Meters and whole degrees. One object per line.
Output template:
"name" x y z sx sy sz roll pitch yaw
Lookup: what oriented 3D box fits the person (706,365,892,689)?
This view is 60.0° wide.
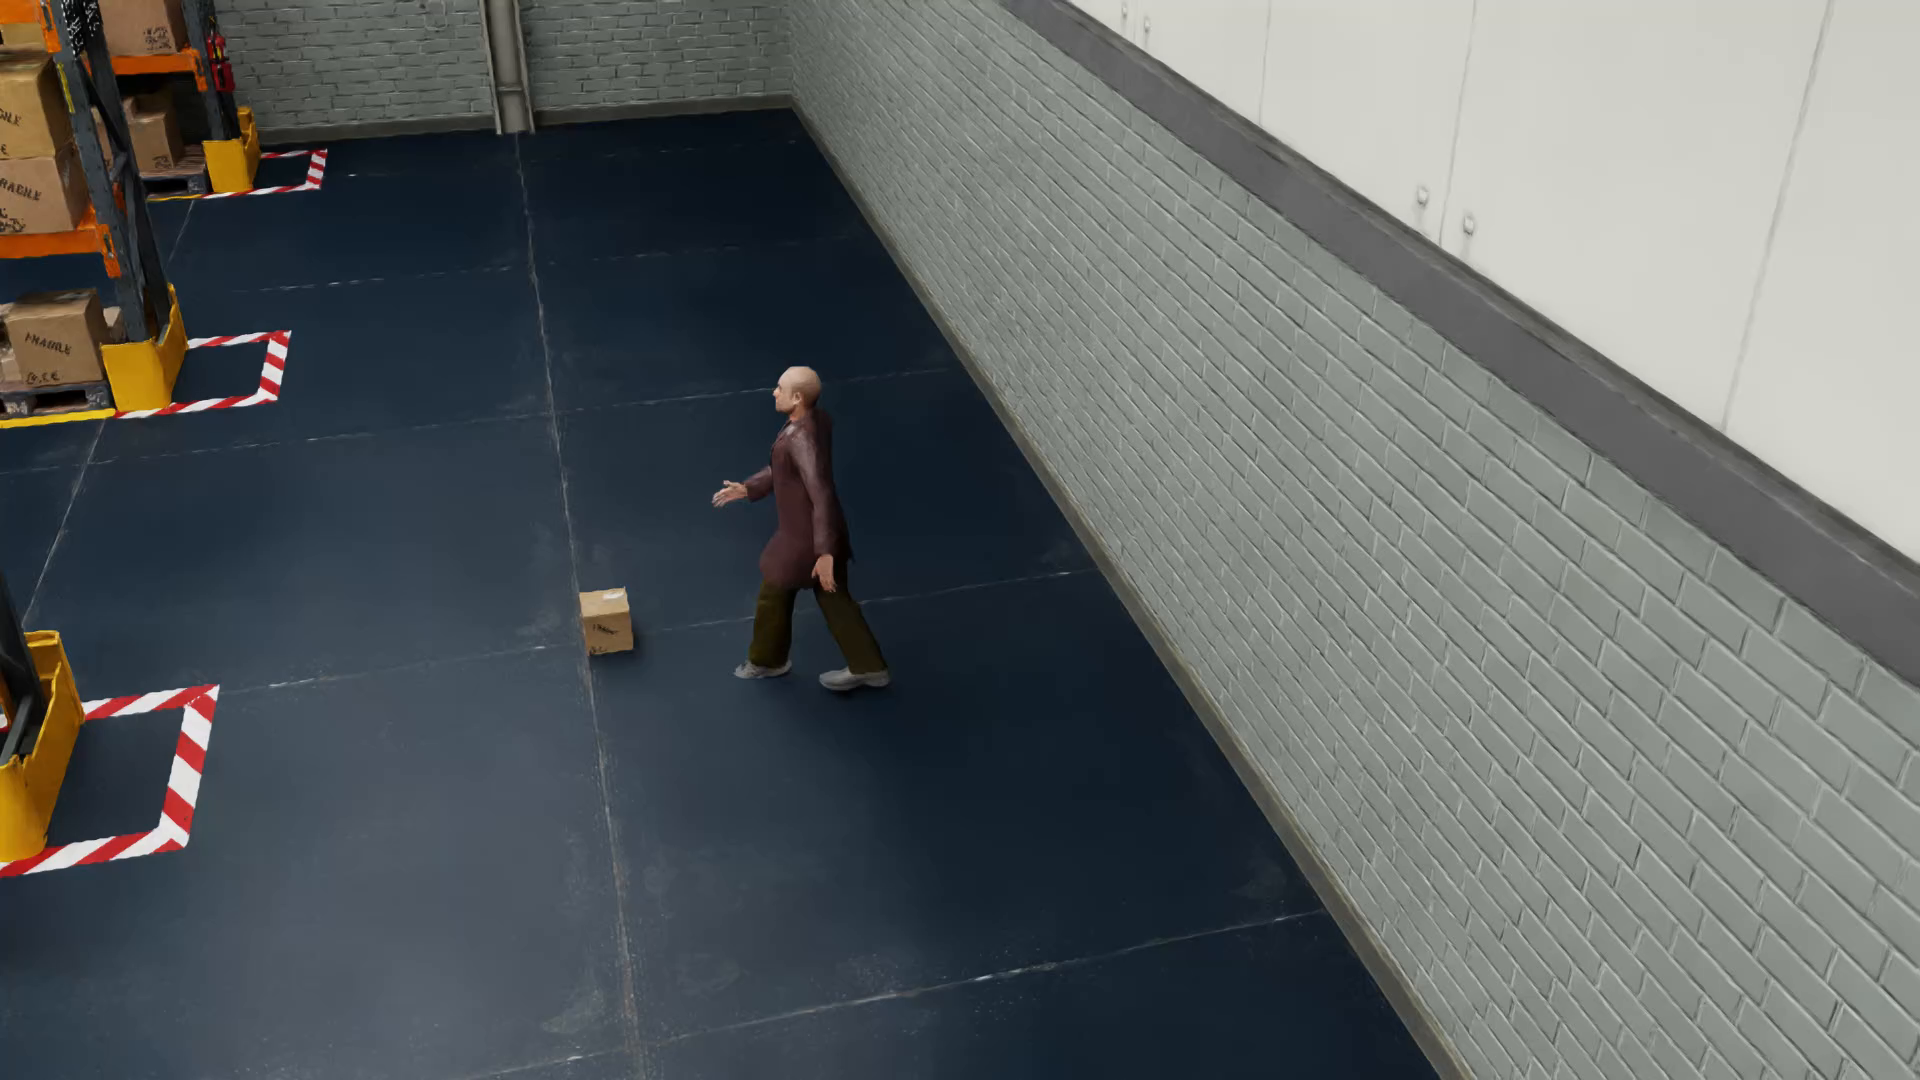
"person" -0.835 -0.002 8.339 0.976 1.773 0.737 6 30 11
